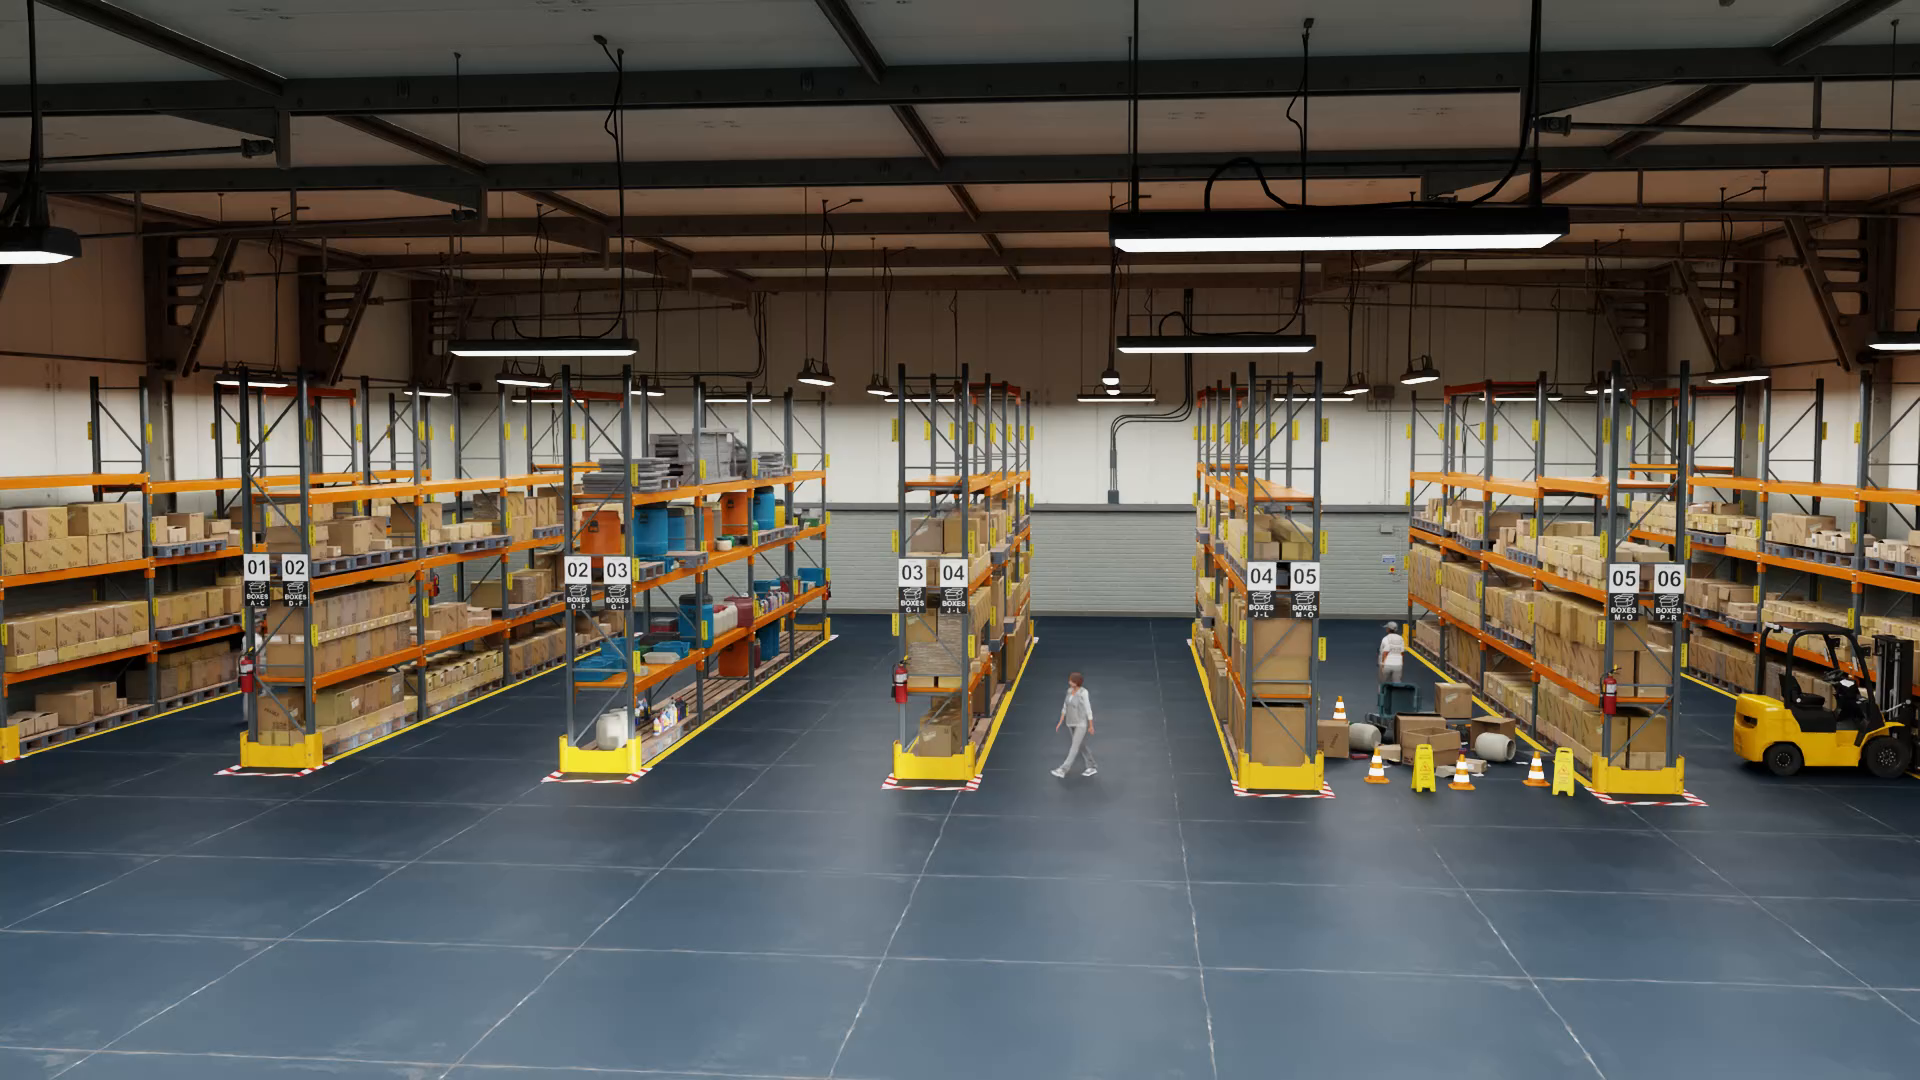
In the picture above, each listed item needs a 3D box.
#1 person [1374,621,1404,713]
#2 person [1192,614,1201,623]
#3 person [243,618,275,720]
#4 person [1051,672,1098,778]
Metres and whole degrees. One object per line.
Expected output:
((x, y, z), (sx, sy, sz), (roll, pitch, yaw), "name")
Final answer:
((7.667, 2.309, 29.557), (0.503, 1.712, 0.607), (0, 4, -1), "person")
((6.543, 1.337, 43.478), (1.046, 1.752, 0.515), (0, 4, -8), "person")
((-12.321, 2.256, 29.053), (0.562, 1.768, 0.531), (1, 4, 16), "person")
((1.613, 2.677, 23.982), (0.993, 1.536, 0.454), (-2, 4, -33), "person")
